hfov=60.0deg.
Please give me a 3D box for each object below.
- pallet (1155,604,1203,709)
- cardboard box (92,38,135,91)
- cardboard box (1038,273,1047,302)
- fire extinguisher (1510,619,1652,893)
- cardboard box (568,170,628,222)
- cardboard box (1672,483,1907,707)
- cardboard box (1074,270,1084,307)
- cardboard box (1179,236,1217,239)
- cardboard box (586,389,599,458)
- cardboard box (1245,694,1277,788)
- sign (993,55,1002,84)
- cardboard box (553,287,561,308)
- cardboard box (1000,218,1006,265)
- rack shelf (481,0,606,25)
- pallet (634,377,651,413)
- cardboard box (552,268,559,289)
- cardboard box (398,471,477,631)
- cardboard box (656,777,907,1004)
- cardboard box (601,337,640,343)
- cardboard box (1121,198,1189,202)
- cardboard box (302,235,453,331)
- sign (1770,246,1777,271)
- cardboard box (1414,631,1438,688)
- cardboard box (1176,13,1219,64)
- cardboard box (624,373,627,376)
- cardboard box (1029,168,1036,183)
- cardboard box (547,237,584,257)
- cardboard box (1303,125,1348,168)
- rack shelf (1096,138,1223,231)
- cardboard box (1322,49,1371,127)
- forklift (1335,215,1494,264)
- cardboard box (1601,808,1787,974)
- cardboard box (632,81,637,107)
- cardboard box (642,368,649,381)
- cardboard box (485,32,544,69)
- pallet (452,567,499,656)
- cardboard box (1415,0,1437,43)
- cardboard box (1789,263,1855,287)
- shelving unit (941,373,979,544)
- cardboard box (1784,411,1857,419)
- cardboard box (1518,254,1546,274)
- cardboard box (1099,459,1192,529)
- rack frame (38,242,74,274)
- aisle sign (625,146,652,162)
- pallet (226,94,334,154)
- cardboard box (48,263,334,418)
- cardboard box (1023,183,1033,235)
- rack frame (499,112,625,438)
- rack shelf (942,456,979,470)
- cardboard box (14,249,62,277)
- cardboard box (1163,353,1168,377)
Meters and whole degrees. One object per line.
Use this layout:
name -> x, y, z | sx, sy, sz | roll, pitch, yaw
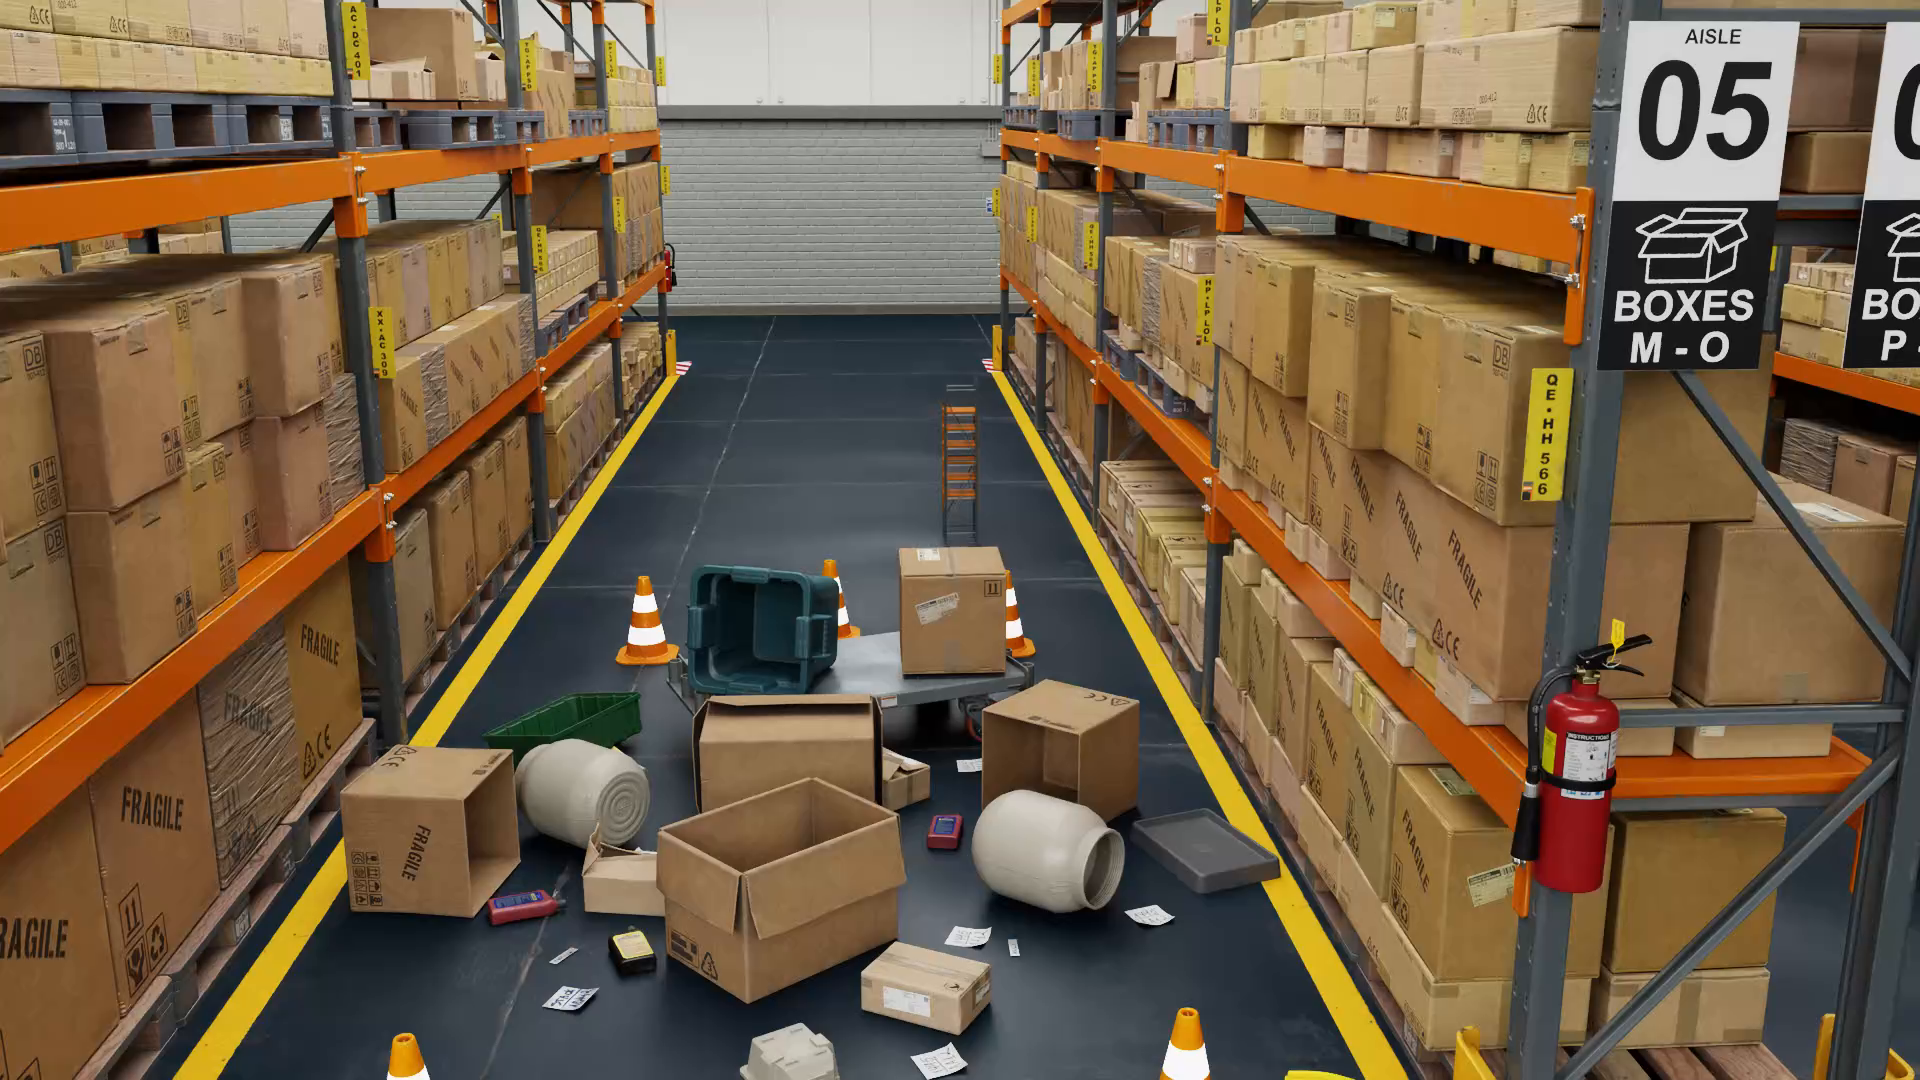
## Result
pallet -> 1.683, 0.618, 9.201 | 1.003, 0.211, 1.213 | -1, 14, -3
cardboard box -> -2.733, -1.429, 5.003 | 0.380, 0.149, 0.250 | -1, 14, -4
cardboard box -> 1.001, -2.342, 15.411 | 0.500, 0.250, 0.500 | -1, 14, -5
fire extinguisher -> 1.528, 0.529, 4.106 | 0.296, 0.674, 0.183 | -1, 14, -3
cardboard box -> -3.529, -3.348, 16.216 | 0.500, 0.500, 0.500 | -1, 14, -5
cardboard box -> 2.228, 0.141, 4.659 | 0.500, 0.500, 0.500 | -1, 14, -4
cardboard box -> 1.166, -1.947, 12.872 | 0.500, 0.250, 0.500 | -1, 14, -5
cardboard box -> 1.791, -1.821, 11.443 | 0.500, 0.500, 0.500 | -1, 14, -5
cardboard box -> -3.341, -0.984, 14.006 | 0.500, 0.500, 0.500 | -1, 14, -5
cardboard box -> 1.544, 0.873, 7.289 | 0.500, 0.250, 0.500 | 0, 14, 0
sign -> 0.435, -5.430, 19.180 | 0.100, 0.325, 0.005 | -1, 14, -3
cardboard box -> -3.346, -1.895, 13.034 | 0.380, 0.149, 0.250 | 0, 14, -2
cardboard box -> 0.732, -3.448, 19.206 | 0.500, 0.500, 0.500 | -1, 14, -4
rack shelf -> -3.573, -4.293, 12.898 | 1.077, 0.370, 4.000 | -1, 14, -3
pallet -> -3.853, -1.547, 17.615 | 1.003, 0.211, 1.213 | -1, 14, -3
cardboard box -> -3.348, -2.040, 12.998 | 0.380, 0.149, 0.250 | -1, 14, -3
cardboard box -> -3.386, 0.056, 9.461 | 1.050, 0.750, 0.750 | -1, 14, -3
cardboard box -> -0.655, 1.267, 6.091 | 0.797, 0.503, 0.637 | -13, 20, -42
cardboard box -> -3.628, -2.080, 17.777 | 0.380, 0.149, 0.250 | -1, 14, -5
cardboard box -> 1.614, -2.570, 13.789 | 0.500, 0.500, 0.500 | -1, 14, -3
cardboard box -> -3.333, -1.472, 9.522 | 0.700, 0.500, 0.500 | -1, 14, -4
sign -> 5.898, -2.123, 12.092 | 0.100, 0.325, 0.005 | -1, 14, -3
cardboard box -> 1.623, 0.363, 5.102 | 0.380, 0.149, 0.250 | -1, 14, -4
cardboard box -> 1.484, -2.760, 9.169 | 0.500, 0.250, 0.500 | -1, 14, -3
cardboard box -> -3.570, -1.677, 16.808 | 0.380, 0.149, 0.250 | -2, 15, -6
cardboard box -> 0.902, -3.701, 16.881 | 0.380, 0.149, 0.250 | -1, 14, -4
cardboard box -> -3.429, -2.503, 14.204 | 0.380, 0.149, 0.250 | -1, 14, -4
cardboard box -> 1.500, -1.467, 6.191 | 0.380, 0.149, 0.250 | -1, 14, -5
rack shelf -> 1.609, -2.140, 9.750 | 1.077, 0.370, 4.000 | -1, 14, -3
cardboard box -> 1.579, -1.571, 5.796 | 0.500, 0.250, 0.500 | -1, 14, -3
forklift -> 3.117, -1.322, 11.281 | 1.130, 2.935, 3.031 | -1, 14, -3
cardboard box -> 2.204, 1.010, 5.250 | 0.500, 0.500, 0.500 | -1, 14, -5
cardboard box -> -3.581, -4.553, 16.980 | 0.500, 0.250, 0.500 | -2, 15, -6
cardboard box -> -3.553, -1.795, 17.863 | 0.380, 0.149, 0.250 | -1, 14, -2
cardboard box -> -3.286, -3.600, 12.241 | 0.396, 0.266, 0.258 | -1, 14, -3
pallet -> -3.403, 0.418, 9.977 | 1.003, 0.211, 1.213 | -1, 14, -3
cardboard box -> 1.691, -1.659, 5.338 | 0.380, 0.149, 0.250 | -1, 14, -5
cardboard box -> 6.165, -1.890, 11.849 | 0.380, 0.149, 0.250 | 0, 14, -2
shelving unit -> 0.001, -0.577, 11.863 | 0.258, 1.200, 0.189 | -1, 14, -3
cardboard box -> 6.692, -0.713, 12.952 | 0.500, 0.500, 0.500 | 0, 14, -1
cardboard box -> 5.916, -2.800, 16.594 | 0.500, 0.250, 0.500 | -1, 14, -2
cardboard box -> 1.510, -0.324, 11.695 | 0.950, 0.372, 0.625 | -2, 15, -7
rack frame -> -8.654, -2.375, 15.239 | 1.000, 3.000, 0.127 | -1, 14, -3
aisle sign -> -3.650, -4.703, 19.070 | 0.394, 0.787, 0.004 | -1, 14, -3
pallet -> -3.161, -1.643, 6.552 | 1.003, 0.211, 1.213 | -1, 14, -3
cardboard box -> -3.063, -0.806, 6.669 | 0.875, 0.550, 0.550 | -1, 14, -3
cardboard box -> 0.909, -3.300, 16.627 | 0.500, 0.500, 0.500 | -1, 14, -4
rack frame -> -3.697, -2.427, 15.439 | 1.000, 3.000, 0.127 | -1, 14, -3
rack shelf -> 0.001, -0.534, 11.874 | 0.258, 0.103, 0.180 | -1, 14, -3
cardboard box -> -8.352, -2.312, 14.791 | 0.500, 0.500, 0.500 | -1, 14, -3
cardboard box -> 1.376, -0.998, 9.547 | 0.380, 0.149, 0.250 | -1, 14, -3
